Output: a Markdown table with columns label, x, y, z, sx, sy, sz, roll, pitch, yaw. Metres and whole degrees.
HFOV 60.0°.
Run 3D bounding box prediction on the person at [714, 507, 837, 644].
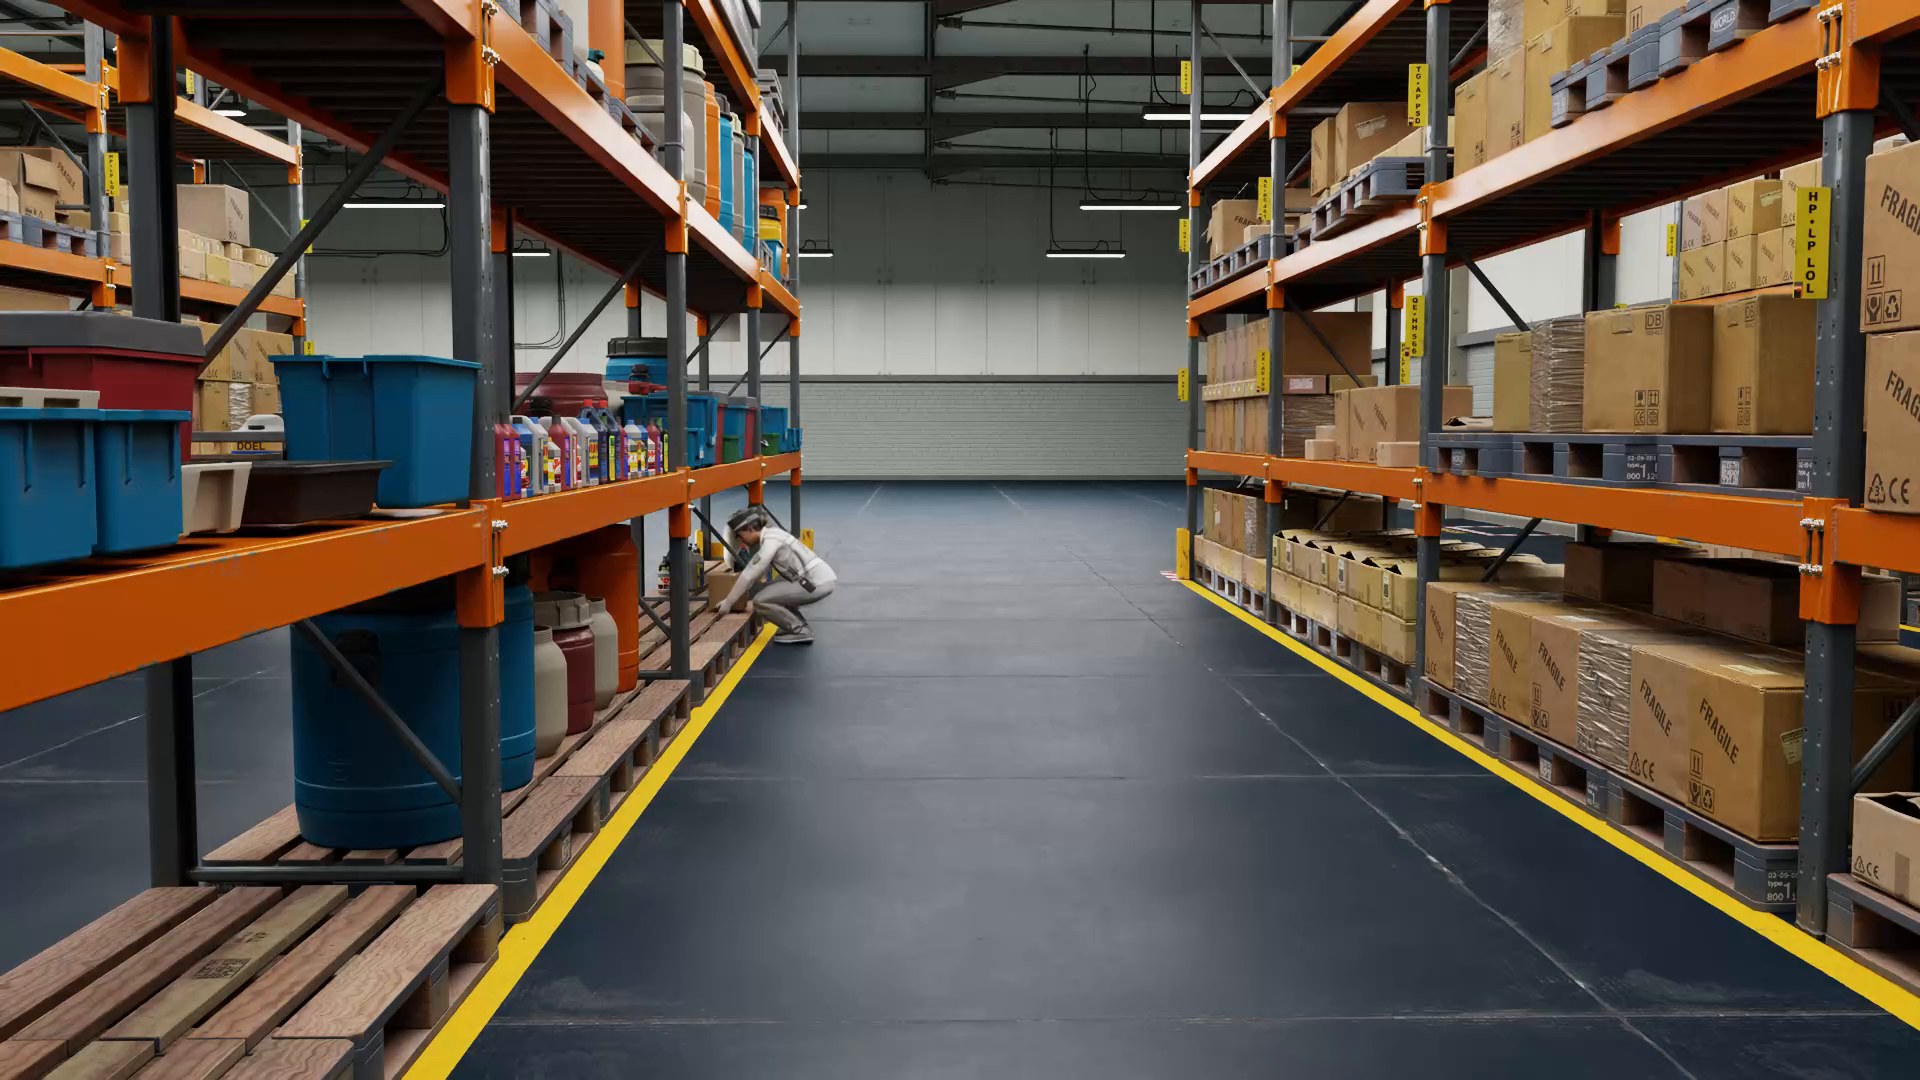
| label | x | y | z | sx | sy | sz | roll | pitch | yaw |
| --- | --- | --- | --- | --- | --- | --- | --- | --- | --- |
| person | -1.342 | 0.251 | 11.971 | 0.892 | 0.981 | 0.460 | 0 | 4 | 7 |
